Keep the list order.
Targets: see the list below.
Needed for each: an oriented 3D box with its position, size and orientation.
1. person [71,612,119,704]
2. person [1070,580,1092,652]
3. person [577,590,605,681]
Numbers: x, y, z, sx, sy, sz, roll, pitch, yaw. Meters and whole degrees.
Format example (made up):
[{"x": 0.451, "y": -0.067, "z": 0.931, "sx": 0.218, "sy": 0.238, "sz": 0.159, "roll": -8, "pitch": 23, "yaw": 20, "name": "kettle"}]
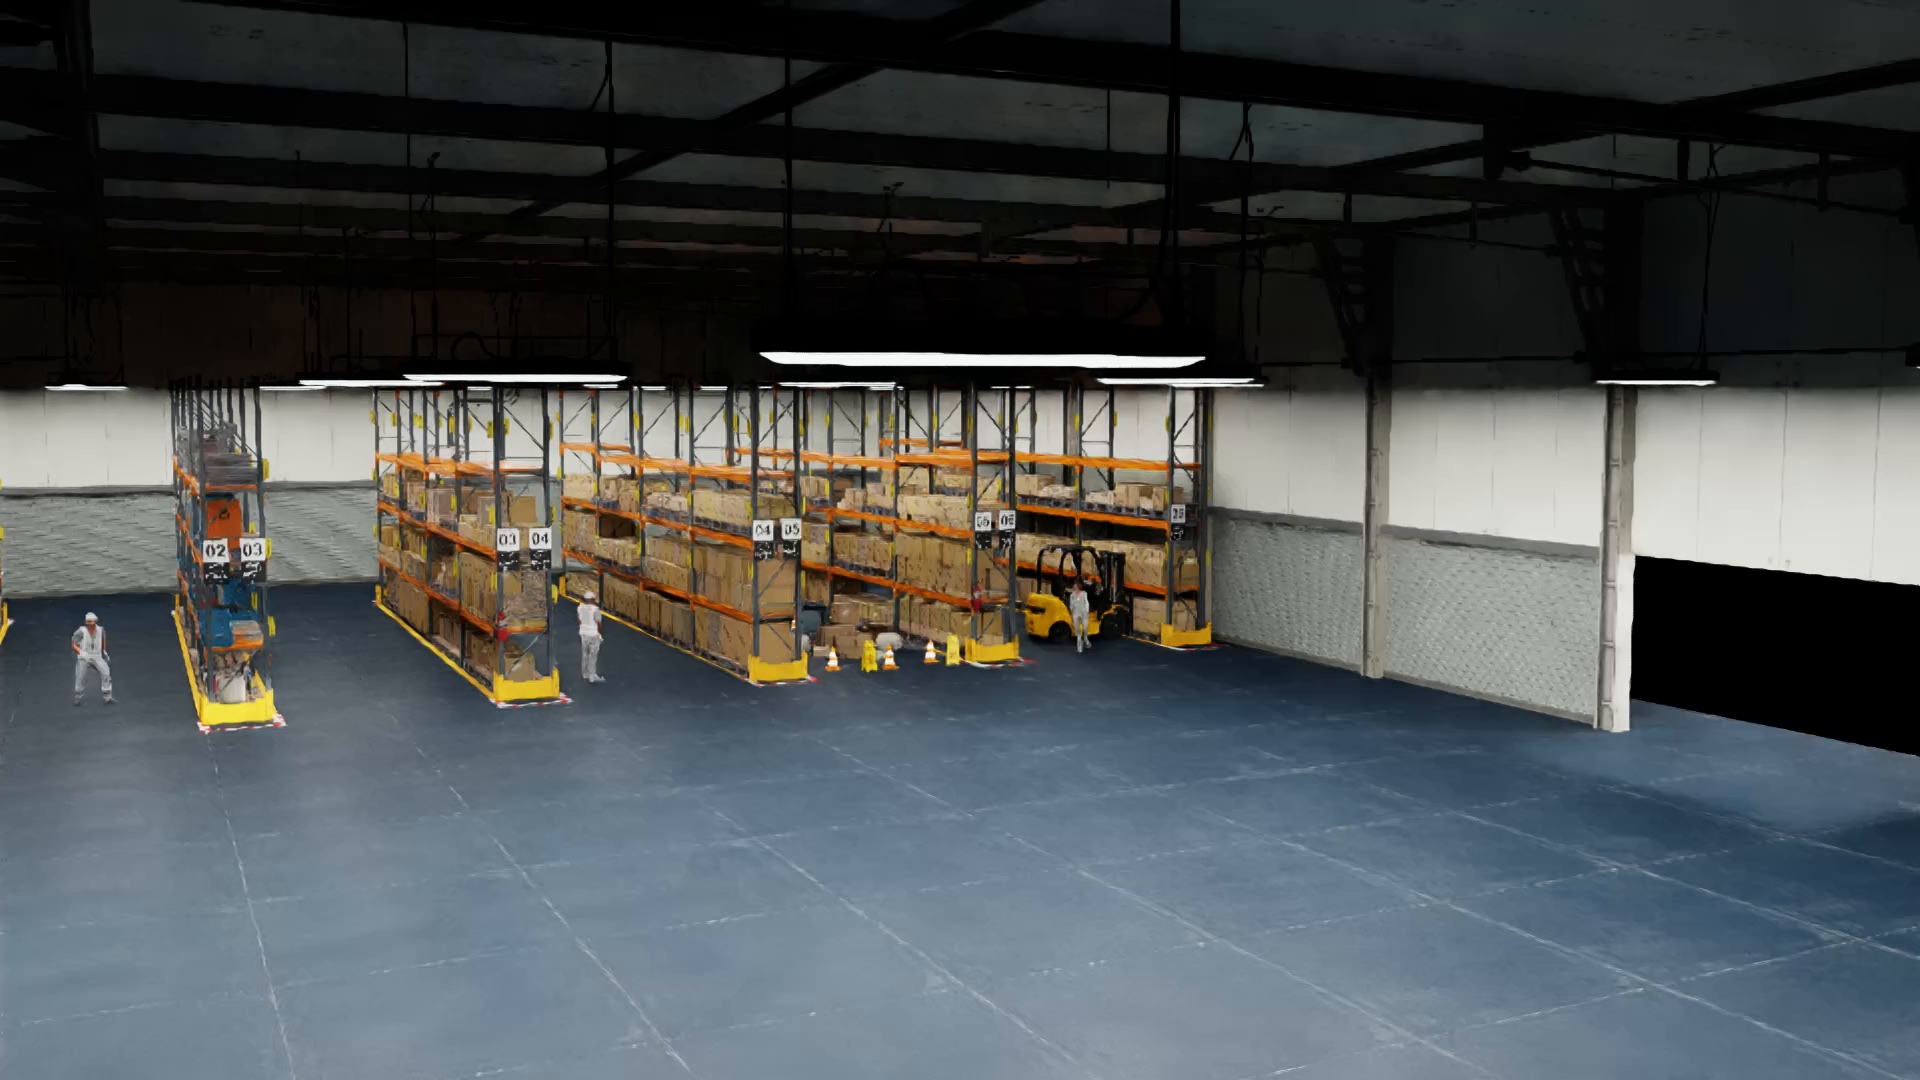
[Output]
[{"x": -15.876, "y": 2.155, "z": 30.382, "sx": 0.686, "sy": 1.716, "sz": 0.838, "roll": -5, "pitch": 7, "yaw": -42, "name": "person"}, {"x": 2.665, "y": 1.664, "z": 36.747, "sx": 0.475, "sy": 1.589, "sz": 0.474, "roll": 1, "pitch": 5, "yaw": 13, "name": "person"}, {"x": -7.303, "y": 1.889, "z": 32.972, "sx": 0.620, "sy": 1.779, "sz": 0.456, "roll": 3, "pitch": 6, "yaw": 32, "name": "person"}]
